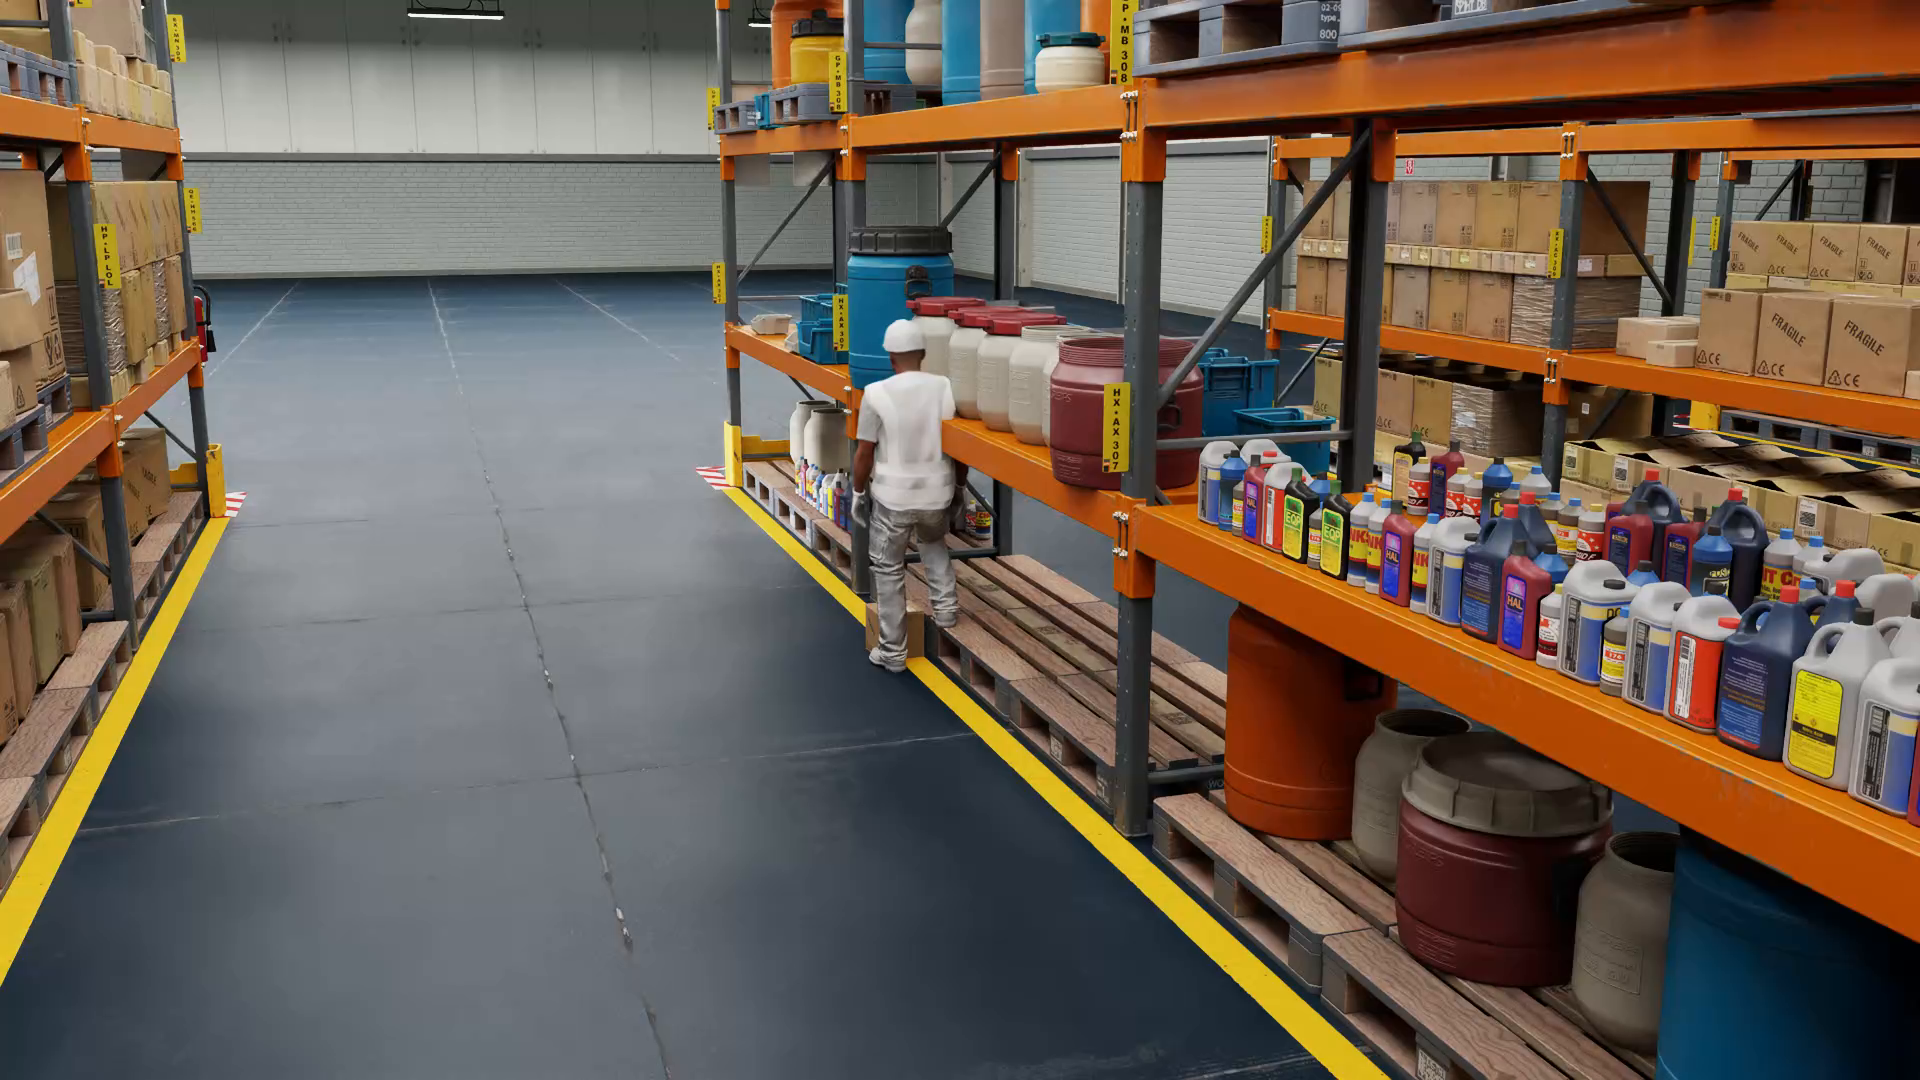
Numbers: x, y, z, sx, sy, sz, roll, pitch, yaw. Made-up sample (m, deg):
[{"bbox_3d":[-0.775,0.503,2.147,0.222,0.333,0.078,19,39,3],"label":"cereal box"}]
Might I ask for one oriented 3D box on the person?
[{"bbox_3d":[-0.258,-0.231,8.482,0.615,1.782,0.525,-4,13,-18],"label":"person"}]
